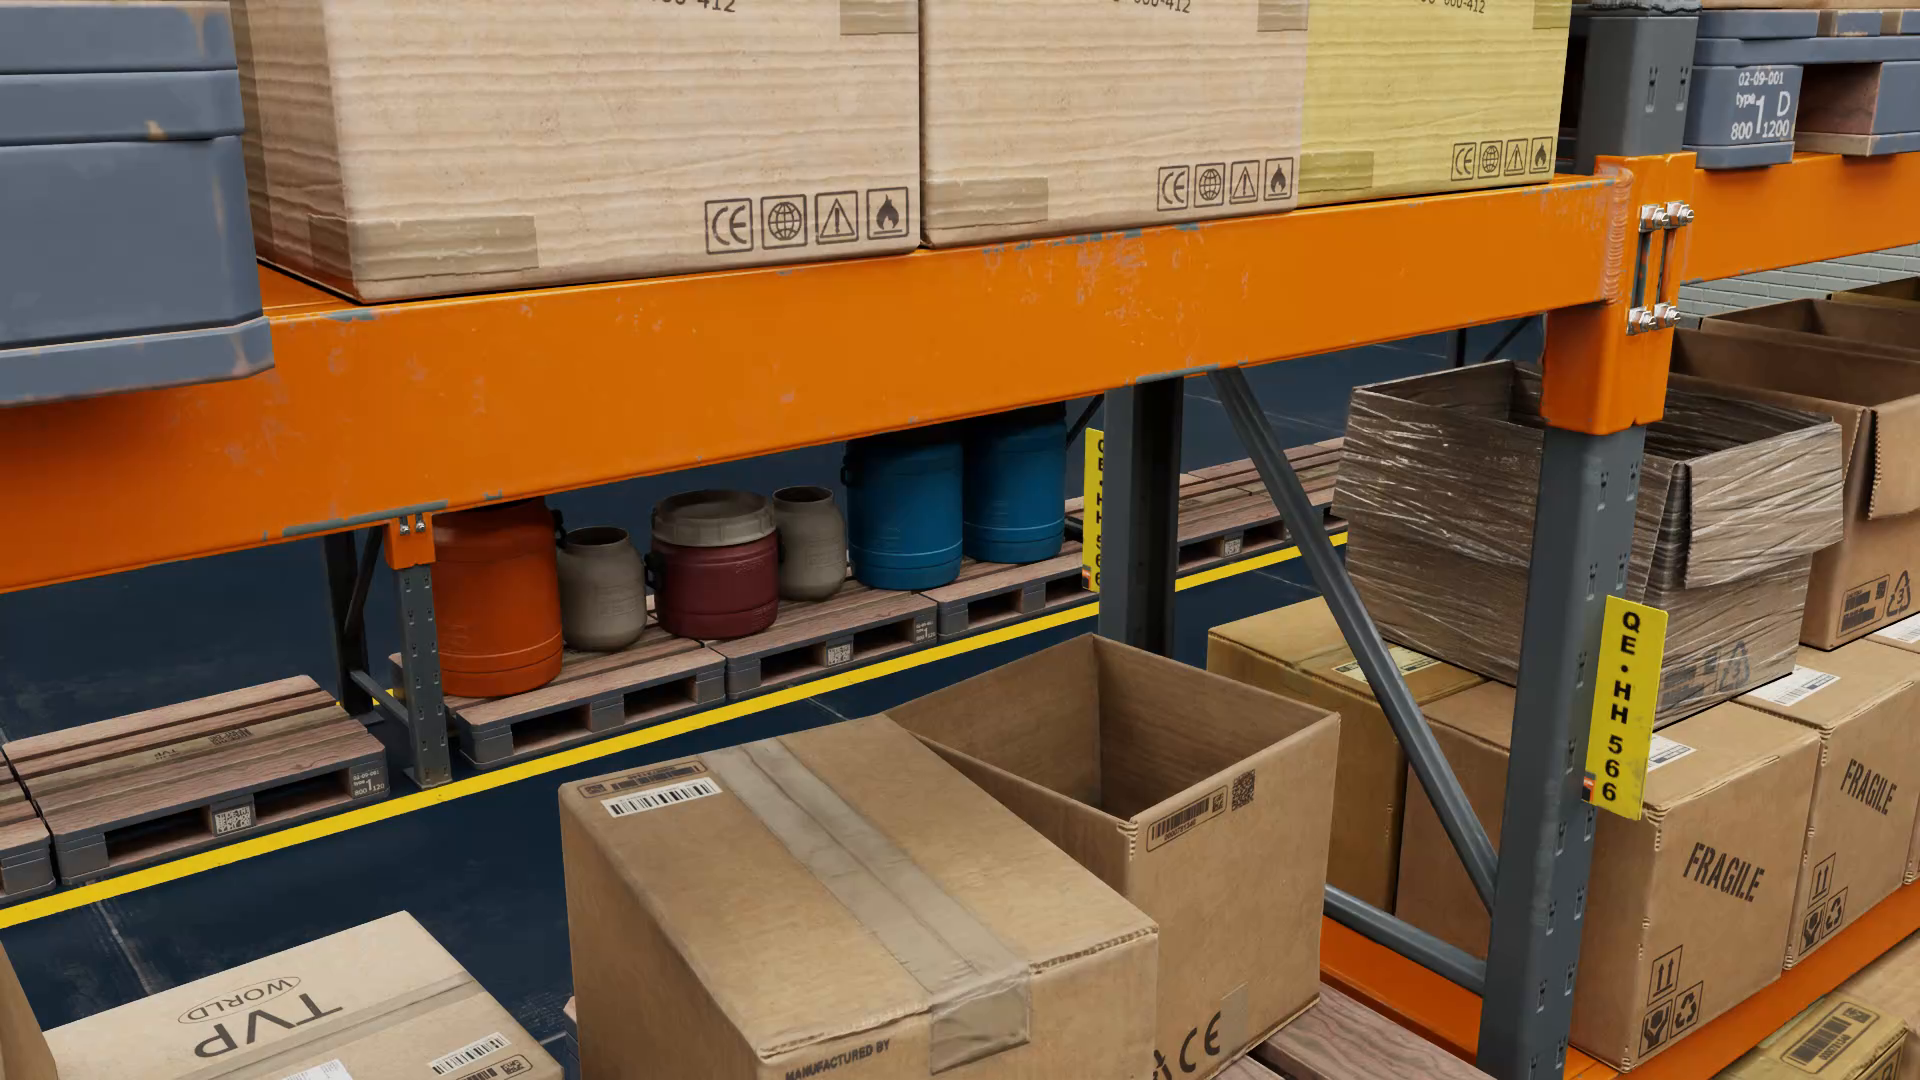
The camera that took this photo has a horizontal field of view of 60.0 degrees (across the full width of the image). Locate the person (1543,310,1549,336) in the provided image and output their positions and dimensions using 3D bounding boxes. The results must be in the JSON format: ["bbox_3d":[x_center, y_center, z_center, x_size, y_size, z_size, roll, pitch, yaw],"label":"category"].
[{"bbox_3d":[3.599,-0.819,9.617,0.513,1.830,0.523,-15,23,-39],"label":"person"}]
